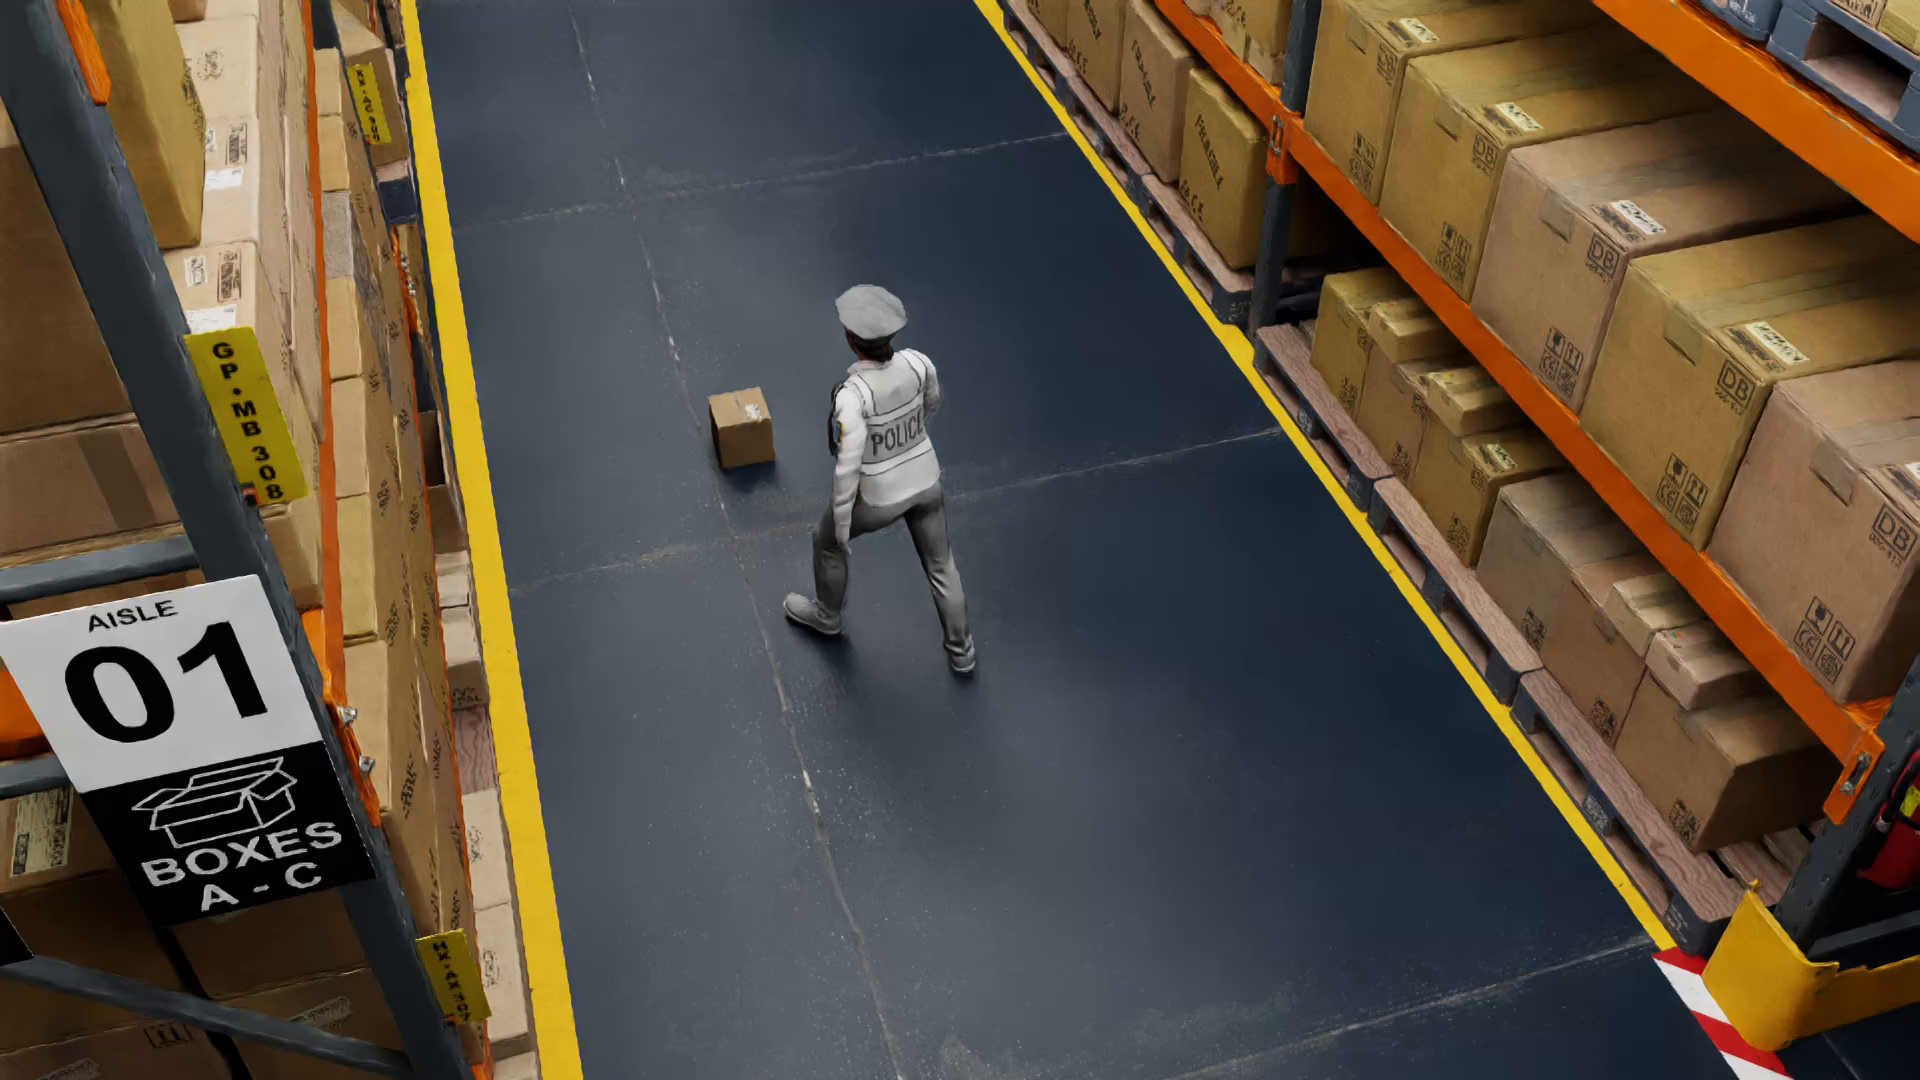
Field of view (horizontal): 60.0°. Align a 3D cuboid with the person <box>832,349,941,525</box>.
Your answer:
[{"bbox_3d":[-0.304,-0.456,6.221,0.596,0.585,0.434,-25,48,-25],"label":"person"}]
